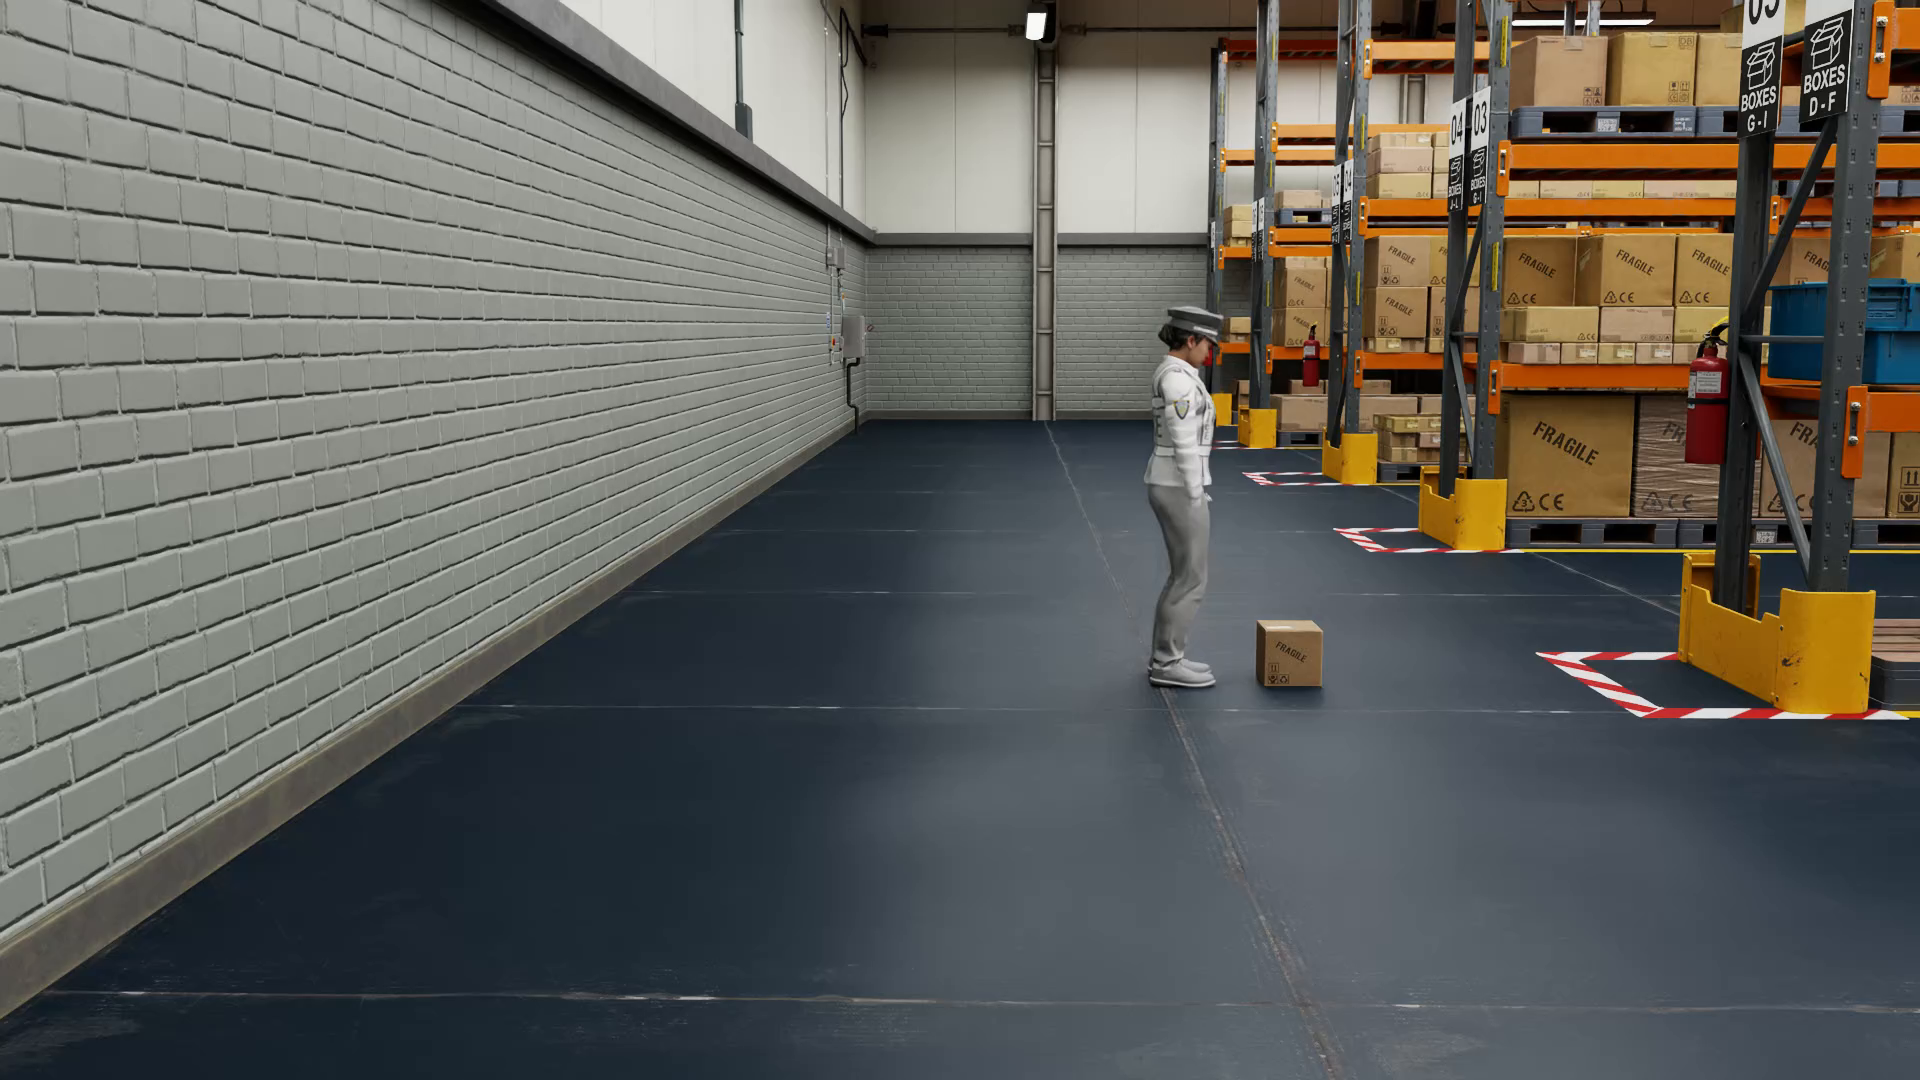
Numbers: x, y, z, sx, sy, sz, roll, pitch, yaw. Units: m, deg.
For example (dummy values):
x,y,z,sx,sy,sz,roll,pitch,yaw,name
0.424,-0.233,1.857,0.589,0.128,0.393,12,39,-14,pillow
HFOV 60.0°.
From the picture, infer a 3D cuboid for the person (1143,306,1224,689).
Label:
x,y,z,sx,sy,sz,roll,pitch,yaw,name
0.978,-0.194,7.337,0.338,1.659,0.477,0,7,2,person
